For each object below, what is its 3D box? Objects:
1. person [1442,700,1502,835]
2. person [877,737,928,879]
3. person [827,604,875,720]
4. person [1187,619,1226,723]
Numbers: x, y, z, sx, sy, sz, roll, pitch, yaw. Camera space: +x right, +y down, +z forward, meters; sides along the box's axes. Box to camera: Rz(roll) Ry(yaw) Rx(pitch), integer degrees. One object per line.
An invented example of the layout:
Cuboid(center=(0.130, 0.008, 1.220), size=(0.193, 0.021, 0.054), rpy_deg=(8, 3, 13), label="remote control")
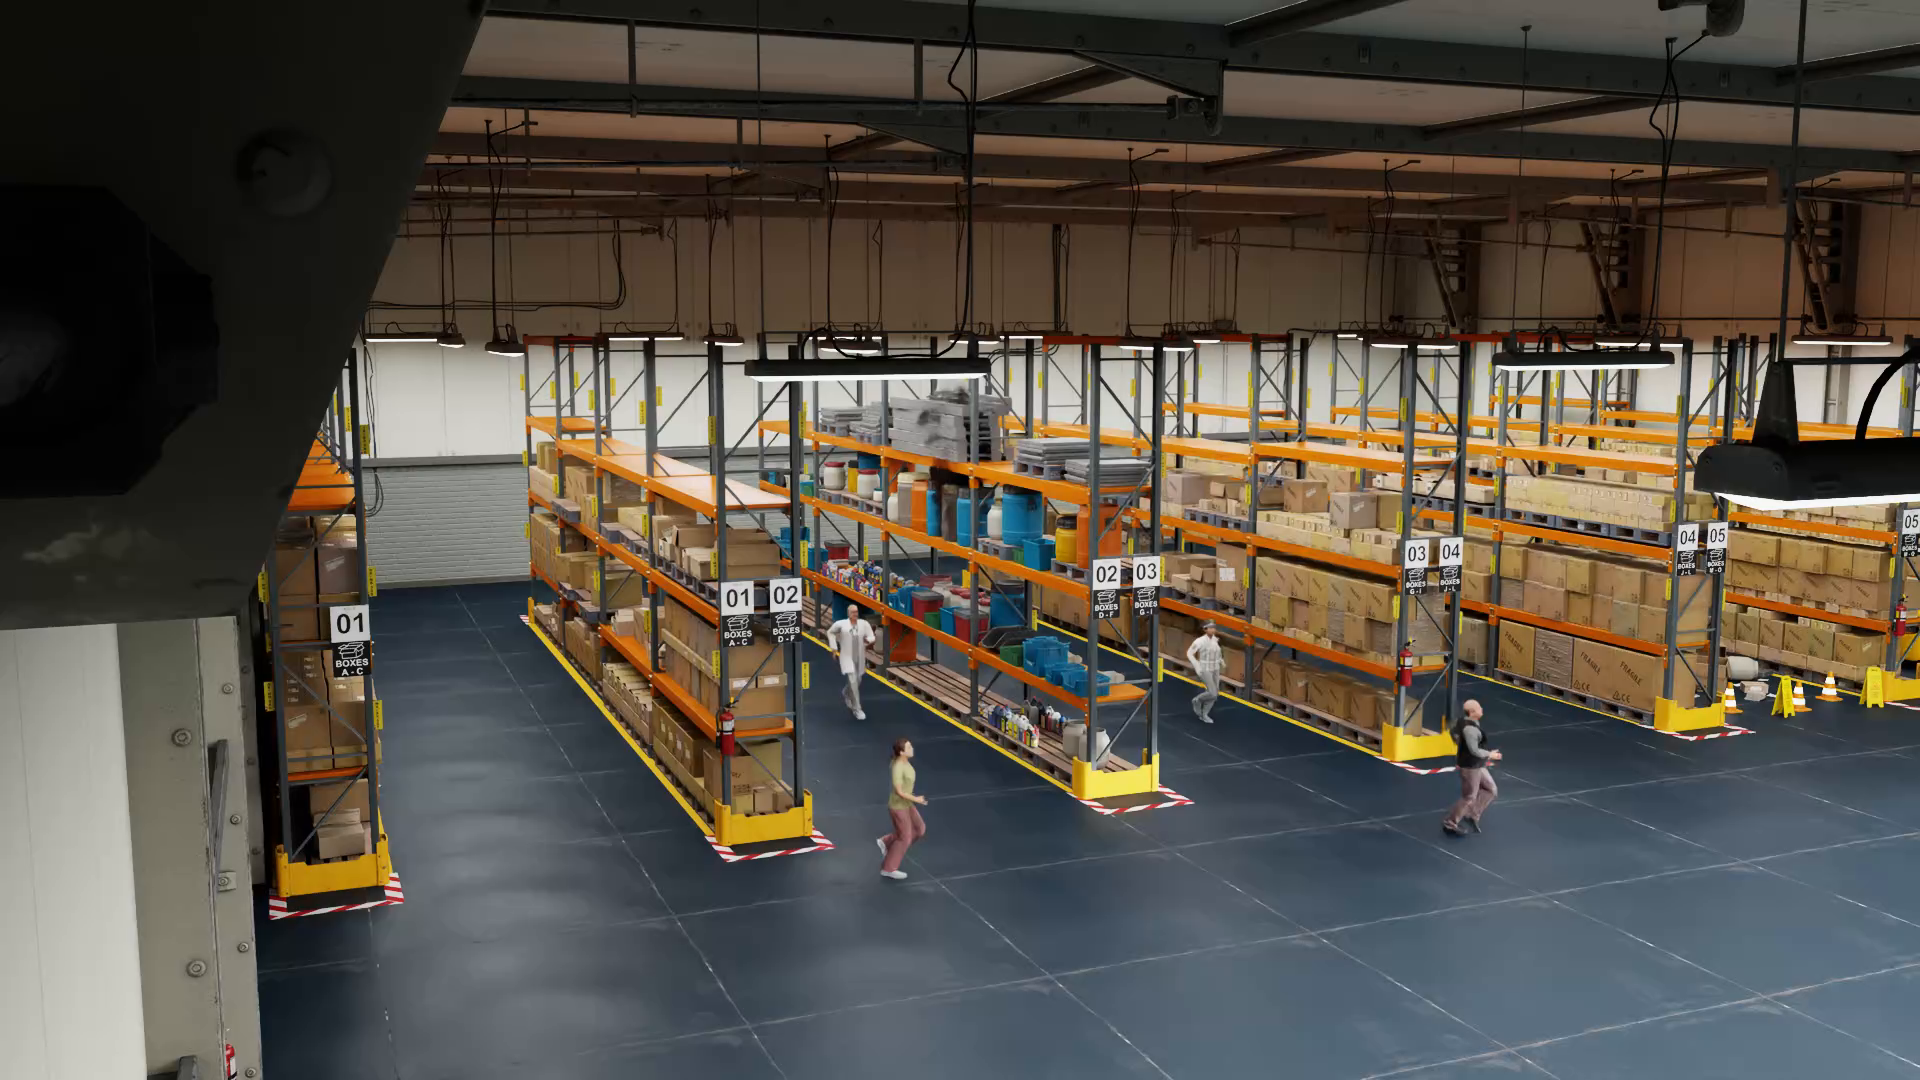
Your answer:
Cuboid(center=(6.282, 2.794, 20.390), size=(0.670, 1.716, 0.664), rpy_deg=(2, 8, 12), label="person")
Cuboid(center=(-0.654, 3.033, 18.900), size=(0.601, 1.632, 0.600), rpy_deg=(1, 8, 6), label="person")
Cuboid(center=(-1.713, 1.901, 26.522), size=(0.699, 1.760, 1.064), rpy_deg=(-3, 8, -24), label="person")
Cuboid(center=(3.925, 2.054, 26.077), size=(0.608, 1.656, 0.540), rpy_deg=(-5, 9, -33), label="person")
